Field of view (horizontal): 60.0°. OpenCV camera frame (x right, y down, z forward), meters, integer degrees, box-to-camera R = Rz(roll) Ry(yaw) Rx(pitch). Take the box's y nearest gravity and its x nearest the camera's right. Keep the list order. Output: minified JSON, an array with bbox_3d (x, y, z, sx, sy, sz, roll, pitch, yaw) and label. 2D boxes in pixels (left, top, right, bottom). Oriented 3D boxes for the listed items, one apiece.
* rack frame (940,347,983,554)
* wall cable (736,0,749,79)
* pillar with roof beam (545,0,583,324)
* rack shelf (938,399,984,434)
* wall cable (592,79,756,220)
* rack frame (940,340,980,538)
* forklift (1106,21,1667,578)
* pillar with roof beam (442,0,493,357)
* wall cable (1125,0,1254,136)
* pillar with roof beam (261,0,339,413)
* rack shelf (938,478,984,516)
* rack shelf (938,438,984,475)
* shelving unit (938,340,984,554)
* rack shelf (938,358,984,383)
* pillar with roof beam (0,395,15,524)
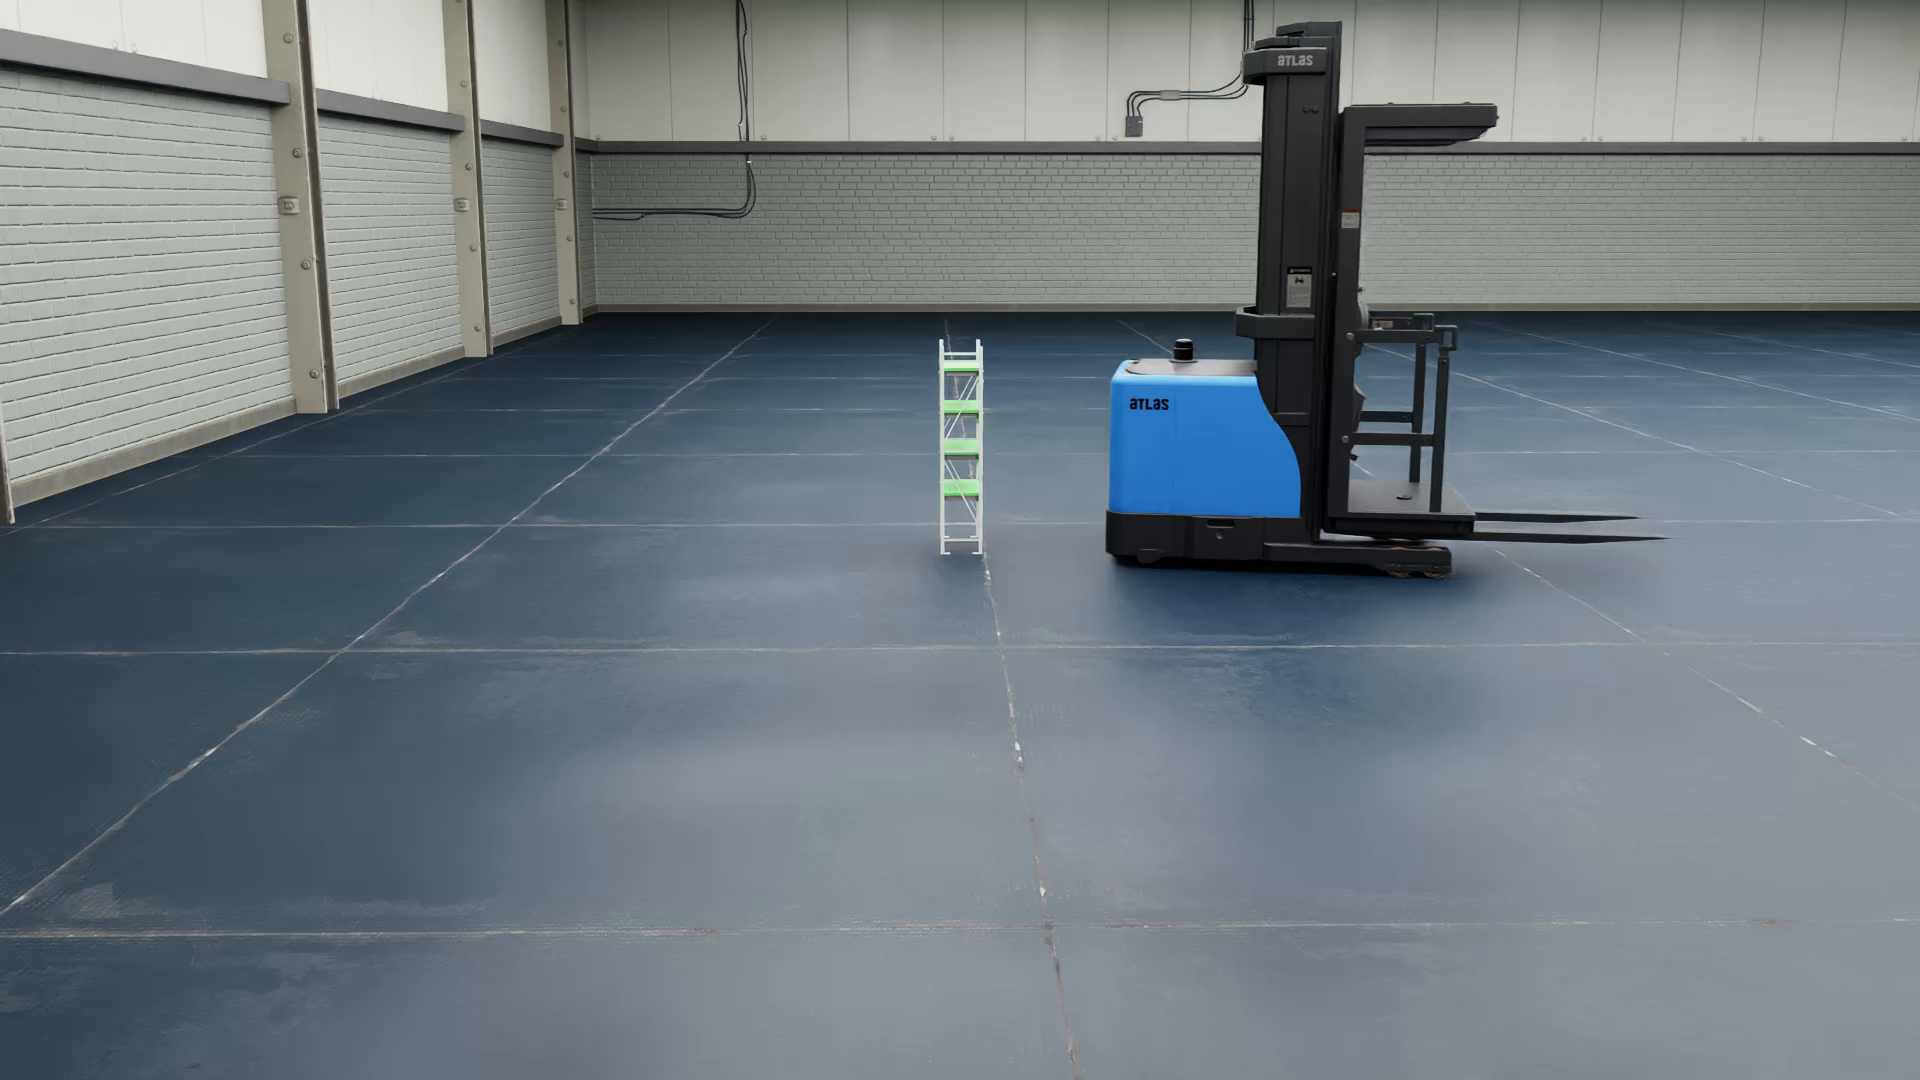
[{"bbox_3d":[0.008,-0.507,9.539,0.240,1.200,0.015,0,11,-1],"label":"rack frame"},{"bbox_3d":[-2.593,-9.620,29.950,3.097,2.526,0.112,0,11,-1],"label":"wall cable"},{"bbox_3d":[-2.255,-8.082,27.262,9.100,9.000,0.400,0,11,-1],"label":"pillar with roof beam"},{"bbox_3d":[0.003,-0.728,9.743,0.258,0.148,0.480,0,11,-1],"label":"rack shelf"},{"bbox_3d":[-5.298,-7.133,30.397,3.097,2.526,0.112,0,11,-1],"label":"wall cable"},{"bbox_3d":[-0.002,-0.604,10.017,0.240,1.200,0.015,0,11,-1],"label":"rack frame"},{"bbox_3d":[2.383,-1.341,9.298,3.031,2.935,1.130,2,12,8],"label":"forklift"},{"bbox_3d":[-2.131,-6.889,21.383,9.100,9.000,0.400,0,11,-1],"label":"pillar with roof beam"},{"bbox_3d":[4.194,-10.358,29.927,2.305,6.003,0.169,0,11,-1],"label":"wall cable"},{"bbox_3d":[-2.007,-5.696,15.504,9.100,9.000,0.400,0,11,-1],"label":"pillar with roof beam"},{"bbox_3d":[0.003,-0.257,9.838,0.258,0.148,0.480,0,11,-1],"label":"rack shelf"},{"bbox_3d":[0.003,-0.492,9.790,0.258,0.148,0.480,0,11,-1],"label":"rack shelf"},{"bbox_3d":[0.003,-0.555,9.778,0.258,1.200,0.503,0,11,-1],"label":"shelving unit"},{"bbox_3d":[0.003,-0.963,9.695,0.258,0.148,0.480,0,11,-1],"label":"rack shelf"},{"bbox_3d":[-1.883,-4.504,9.626,9.100,9.000,0.400,0,11,-1],"label":"pillar with roof beam"}]
